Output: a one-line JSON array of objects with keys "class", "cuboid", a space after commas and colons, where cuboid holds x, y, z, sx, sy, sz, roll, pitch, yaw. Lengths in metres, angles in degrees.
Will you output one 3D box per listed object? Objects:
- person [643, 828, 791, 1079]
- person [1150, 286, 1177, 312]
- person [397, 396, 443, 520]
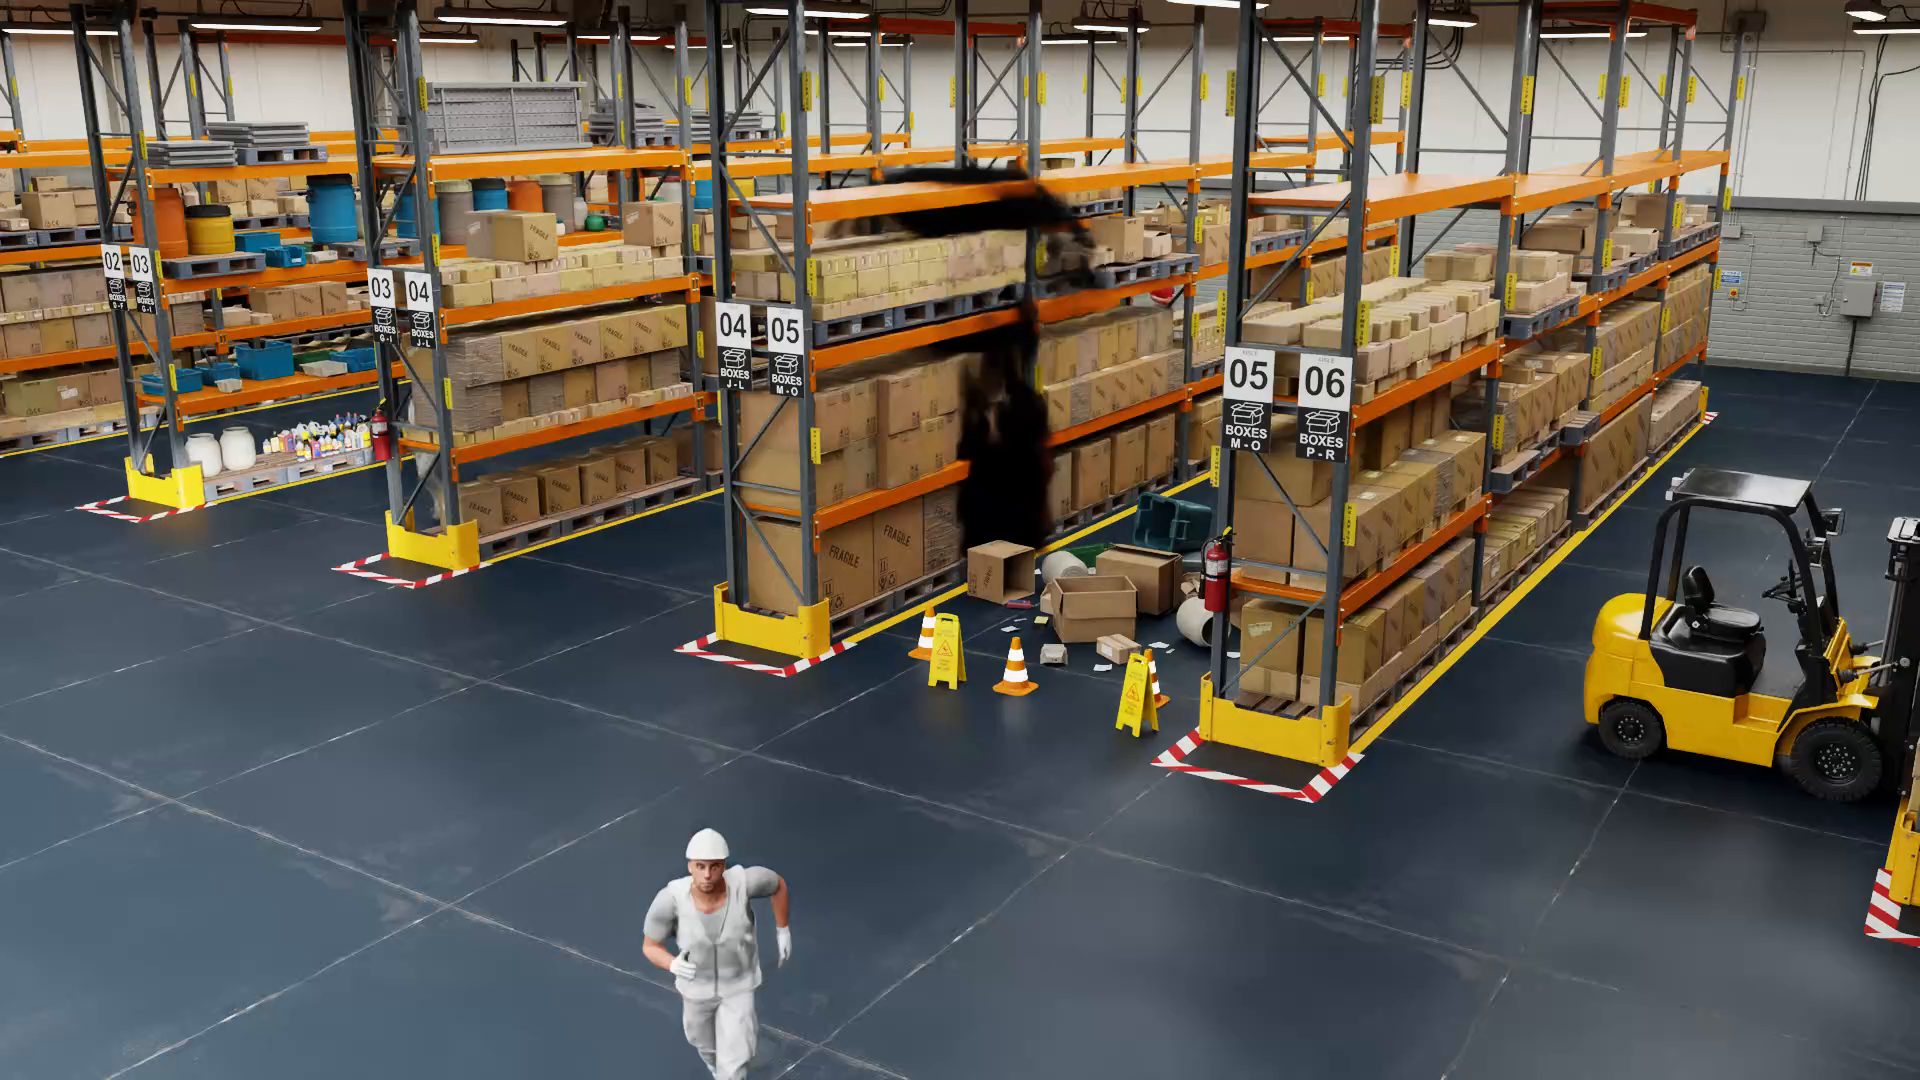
[{"class": "person", "cuboid": [-1.163, 2.186, 8.056, 0.693, 1.814, 0.865, -1, 16, -5]}, {"class": "person", "cuboid": [3.867, -4.304, 31.513, 0.668, 1.747, 0.954, -11, 19, -35]}, {"class": "person", "cuboid": [-6.408, -1.121, 19.962, 0.658, 1.792, 0.654, 9, 18, 30]}]
